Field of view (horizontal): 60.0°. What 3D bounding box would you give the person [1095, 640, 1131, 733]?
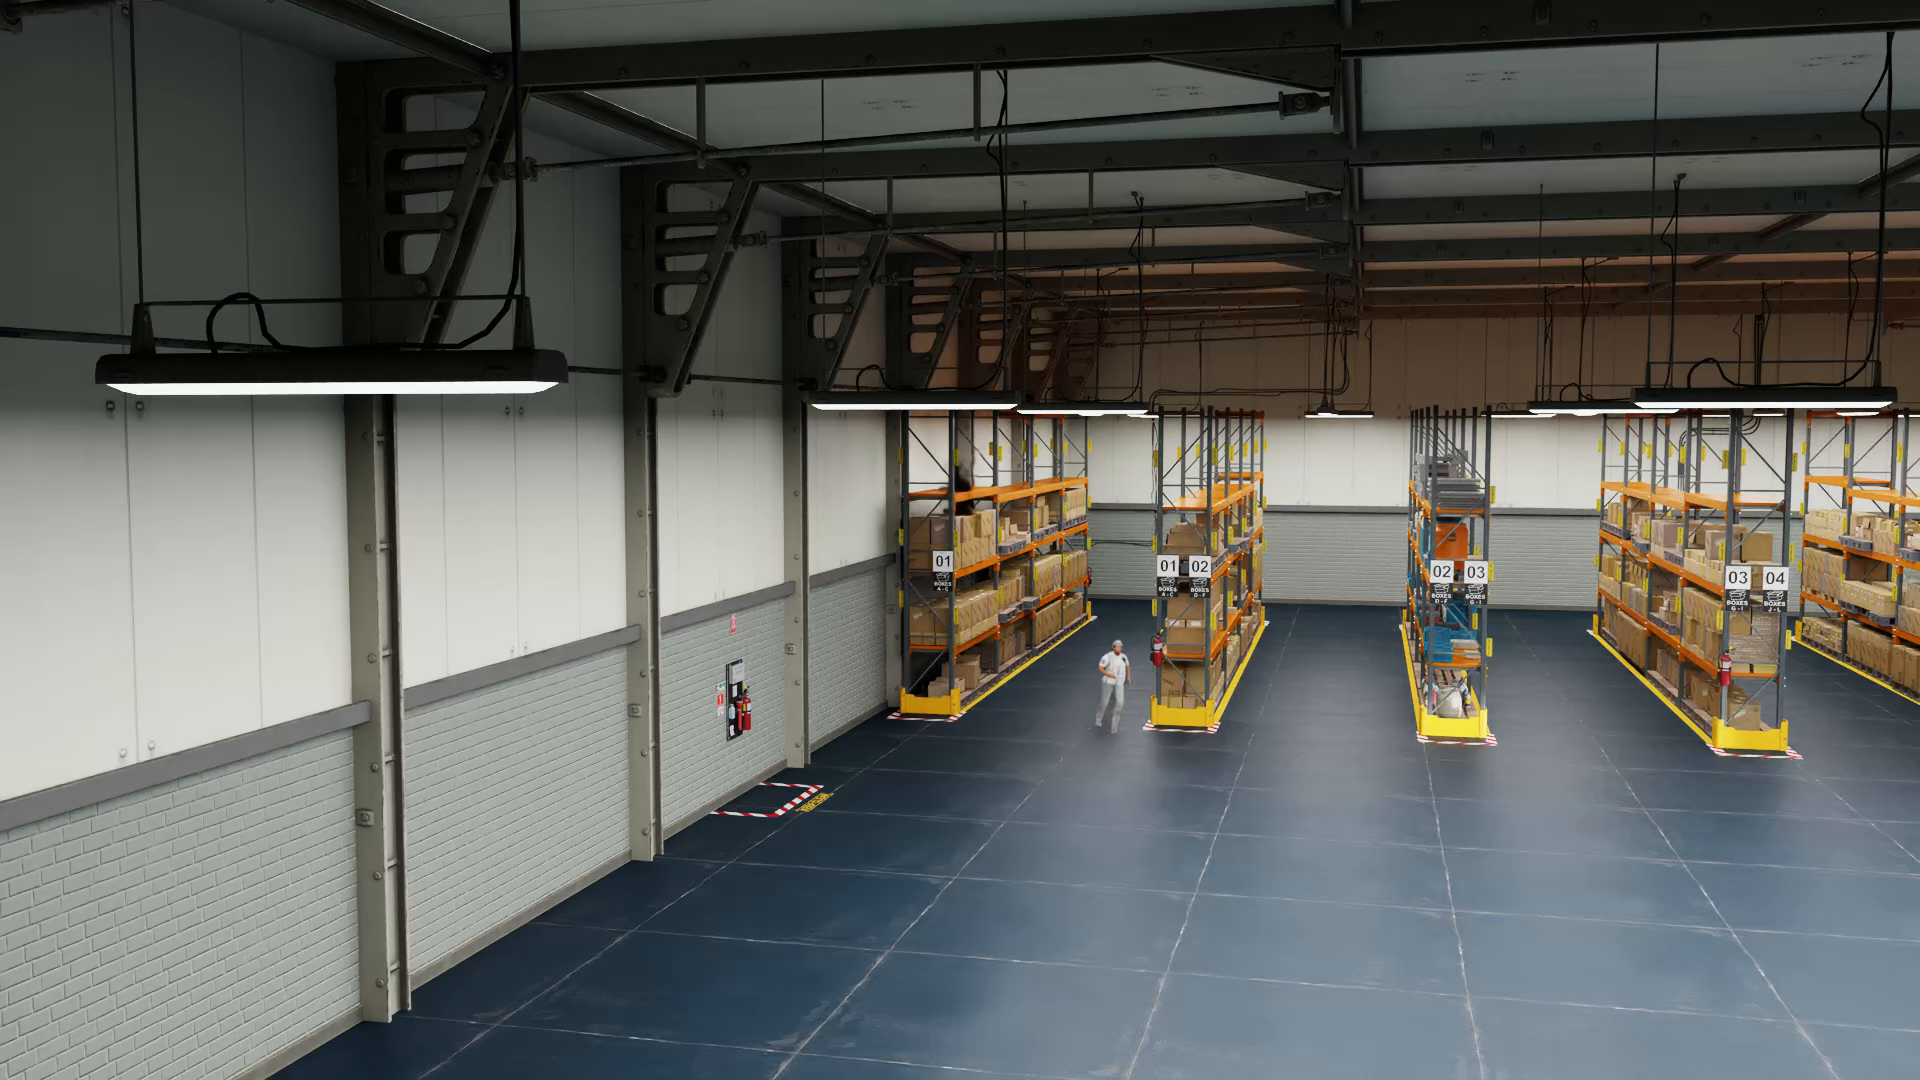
[{"bbox_3d":[2.869,2.694,30.791,0.666,1.695,0.705,-1,4,-13],"label":"person"}]
